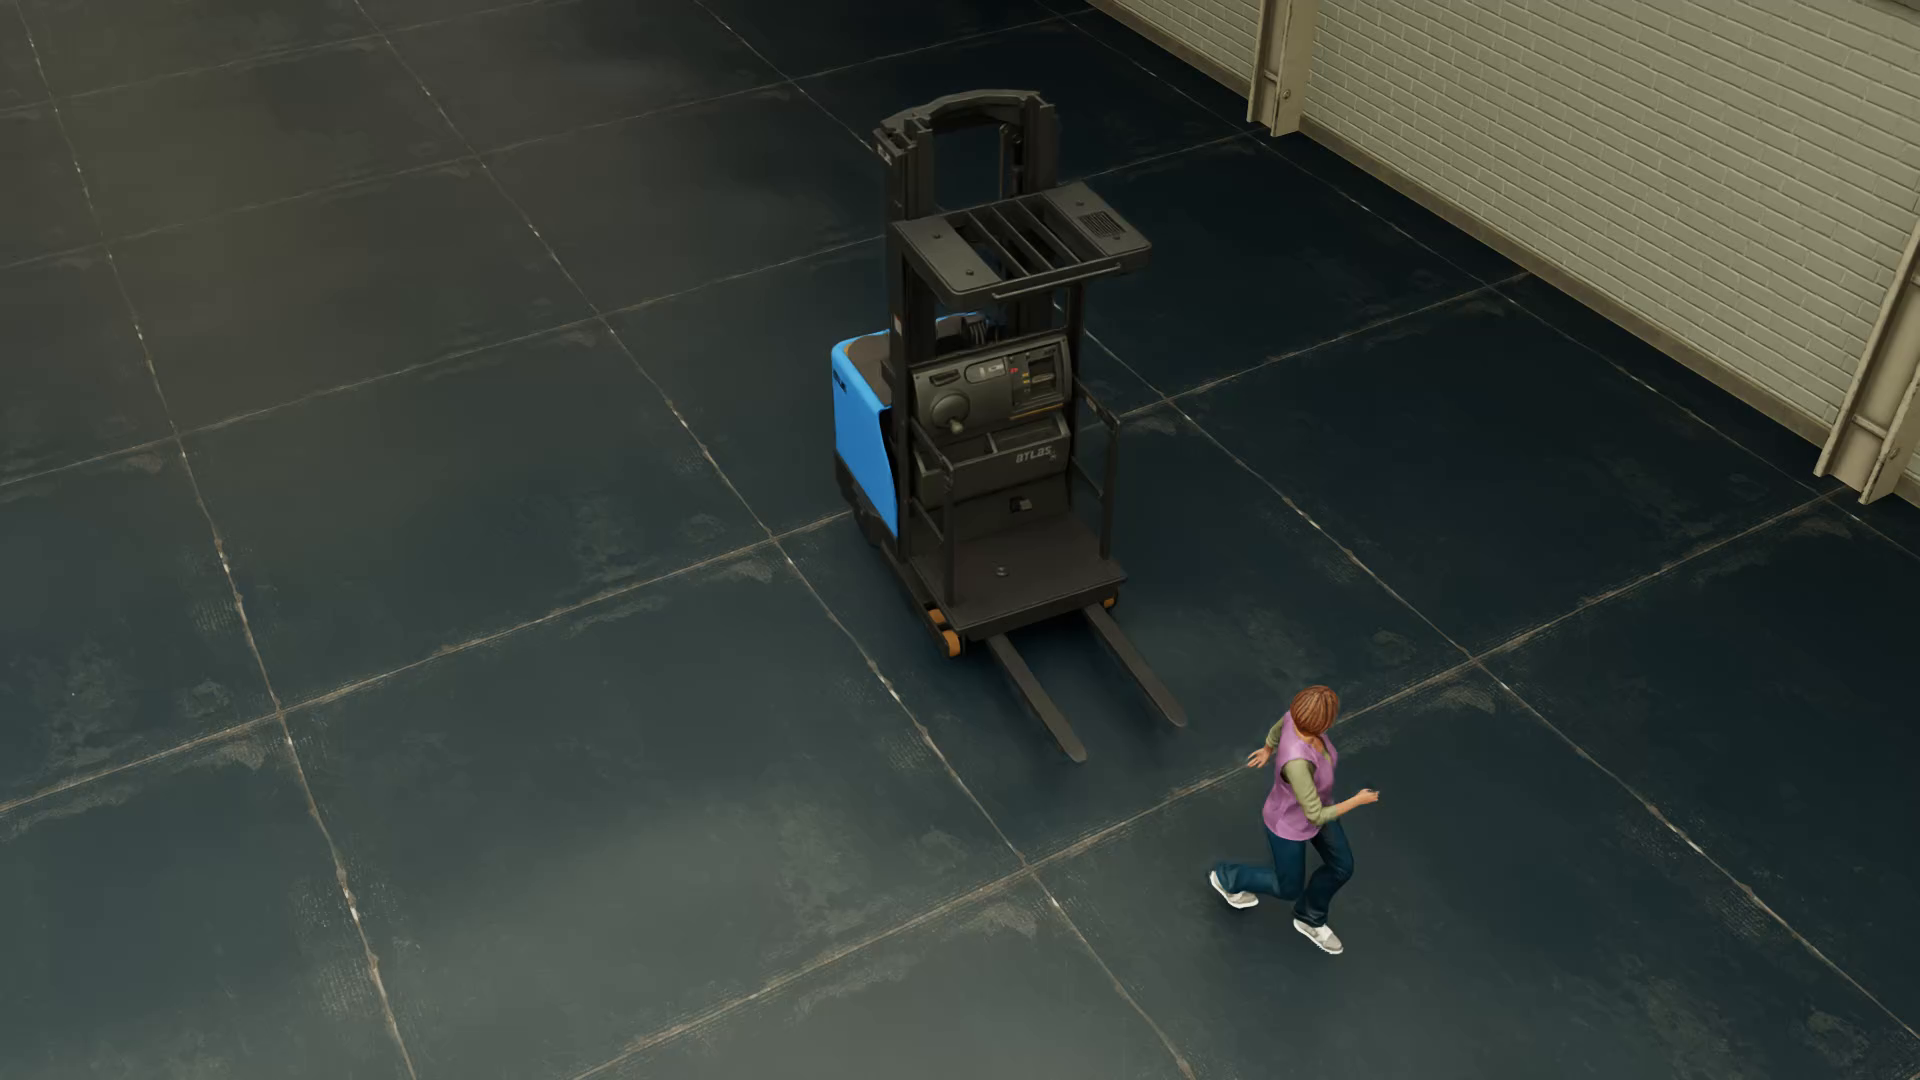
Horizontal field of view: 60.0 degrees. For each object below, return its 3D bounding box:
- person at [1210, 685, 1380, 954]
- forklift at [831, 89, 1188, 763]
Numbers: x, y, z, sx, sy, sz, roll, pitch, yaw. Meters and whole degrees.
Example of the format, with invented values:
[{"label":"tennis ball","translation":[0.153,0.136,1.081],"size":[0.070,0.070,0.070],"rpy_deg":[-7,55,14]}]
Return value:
[{"label":"person","translation":[1.556,1.246,7.657],"size":[0.719,1.523,0.465],"rpy_deg":[25,46,27]},{"label":"forklift","translation":[0.275,-0.772,8.967],"size":[1.130,2.935,3.031],"rpy_deg":[-16,42,-19]}]
